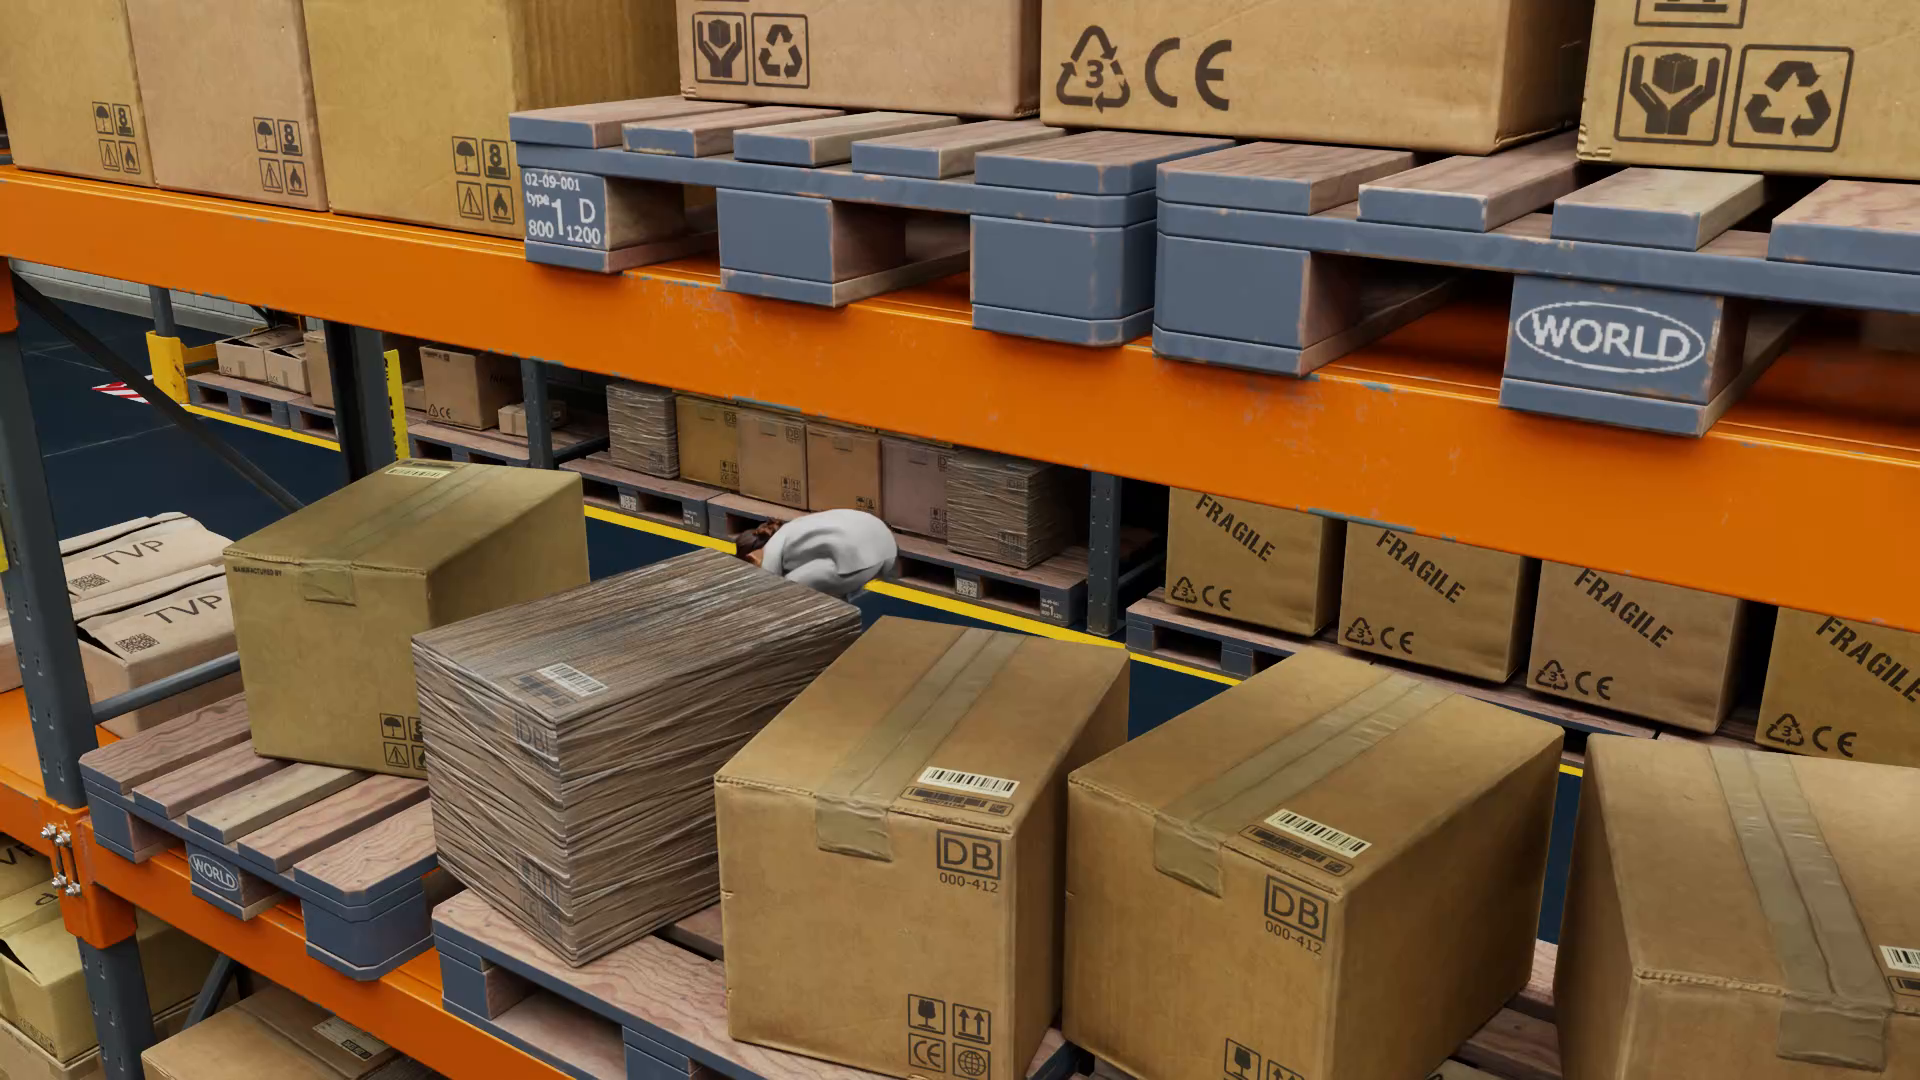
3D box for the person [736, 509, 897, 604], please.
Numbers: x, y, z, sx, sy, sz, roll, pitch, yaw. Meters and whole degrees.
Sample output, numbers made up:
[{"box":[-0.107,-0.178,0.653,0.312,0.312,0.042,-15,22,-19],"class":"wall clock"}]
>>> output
[{"box":[-0.689,0.252,7.607,0.853,0.841,0.457,12,23,29],"class":"person"}]
